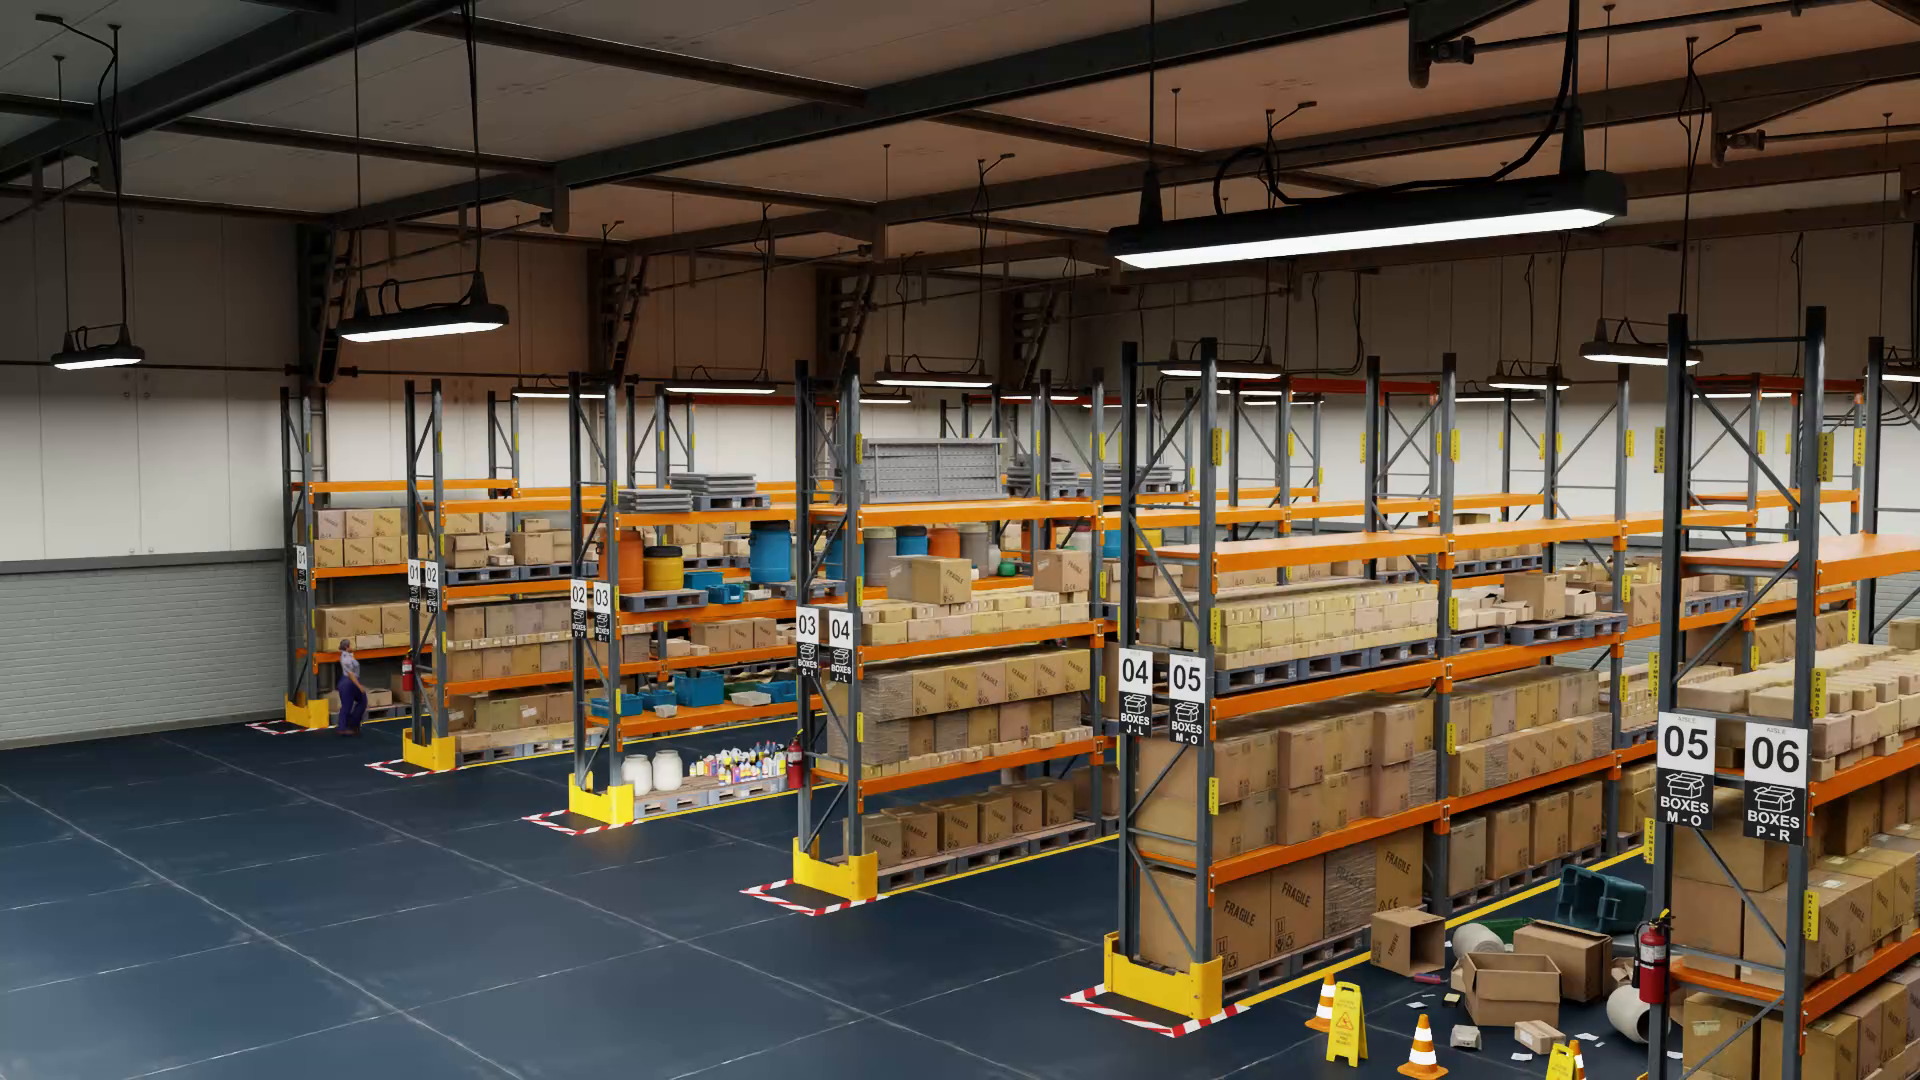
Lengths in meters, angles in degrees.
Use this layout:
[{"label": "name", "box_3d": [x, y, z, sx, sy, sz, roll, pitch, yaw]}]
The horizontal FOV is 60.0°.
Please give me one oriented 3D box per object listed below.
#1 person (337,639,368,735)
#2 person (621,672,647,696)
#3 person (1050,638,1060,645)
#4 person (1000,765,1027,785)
[{"label": "person", "box_3d": [-10.423, 2.531, 28.504, 0.487, 1.686, 0.513, -1, 4, -9]}, {"label": "person", "box_3d": [-5.974, 2.374, 30.228, 0.647, 1.805, 0.407, -3, 5, -37]}, {"label": "person", "box_3d": [1.775, 2.021, 33.115, 0.518, 1.756, 0.558, 3, 5, 43]}, {"label": "person", "box_3d": [0.725, 2.837, 22.925, 0.419, 1.727, 0.587, 3, 5, 36]}]
